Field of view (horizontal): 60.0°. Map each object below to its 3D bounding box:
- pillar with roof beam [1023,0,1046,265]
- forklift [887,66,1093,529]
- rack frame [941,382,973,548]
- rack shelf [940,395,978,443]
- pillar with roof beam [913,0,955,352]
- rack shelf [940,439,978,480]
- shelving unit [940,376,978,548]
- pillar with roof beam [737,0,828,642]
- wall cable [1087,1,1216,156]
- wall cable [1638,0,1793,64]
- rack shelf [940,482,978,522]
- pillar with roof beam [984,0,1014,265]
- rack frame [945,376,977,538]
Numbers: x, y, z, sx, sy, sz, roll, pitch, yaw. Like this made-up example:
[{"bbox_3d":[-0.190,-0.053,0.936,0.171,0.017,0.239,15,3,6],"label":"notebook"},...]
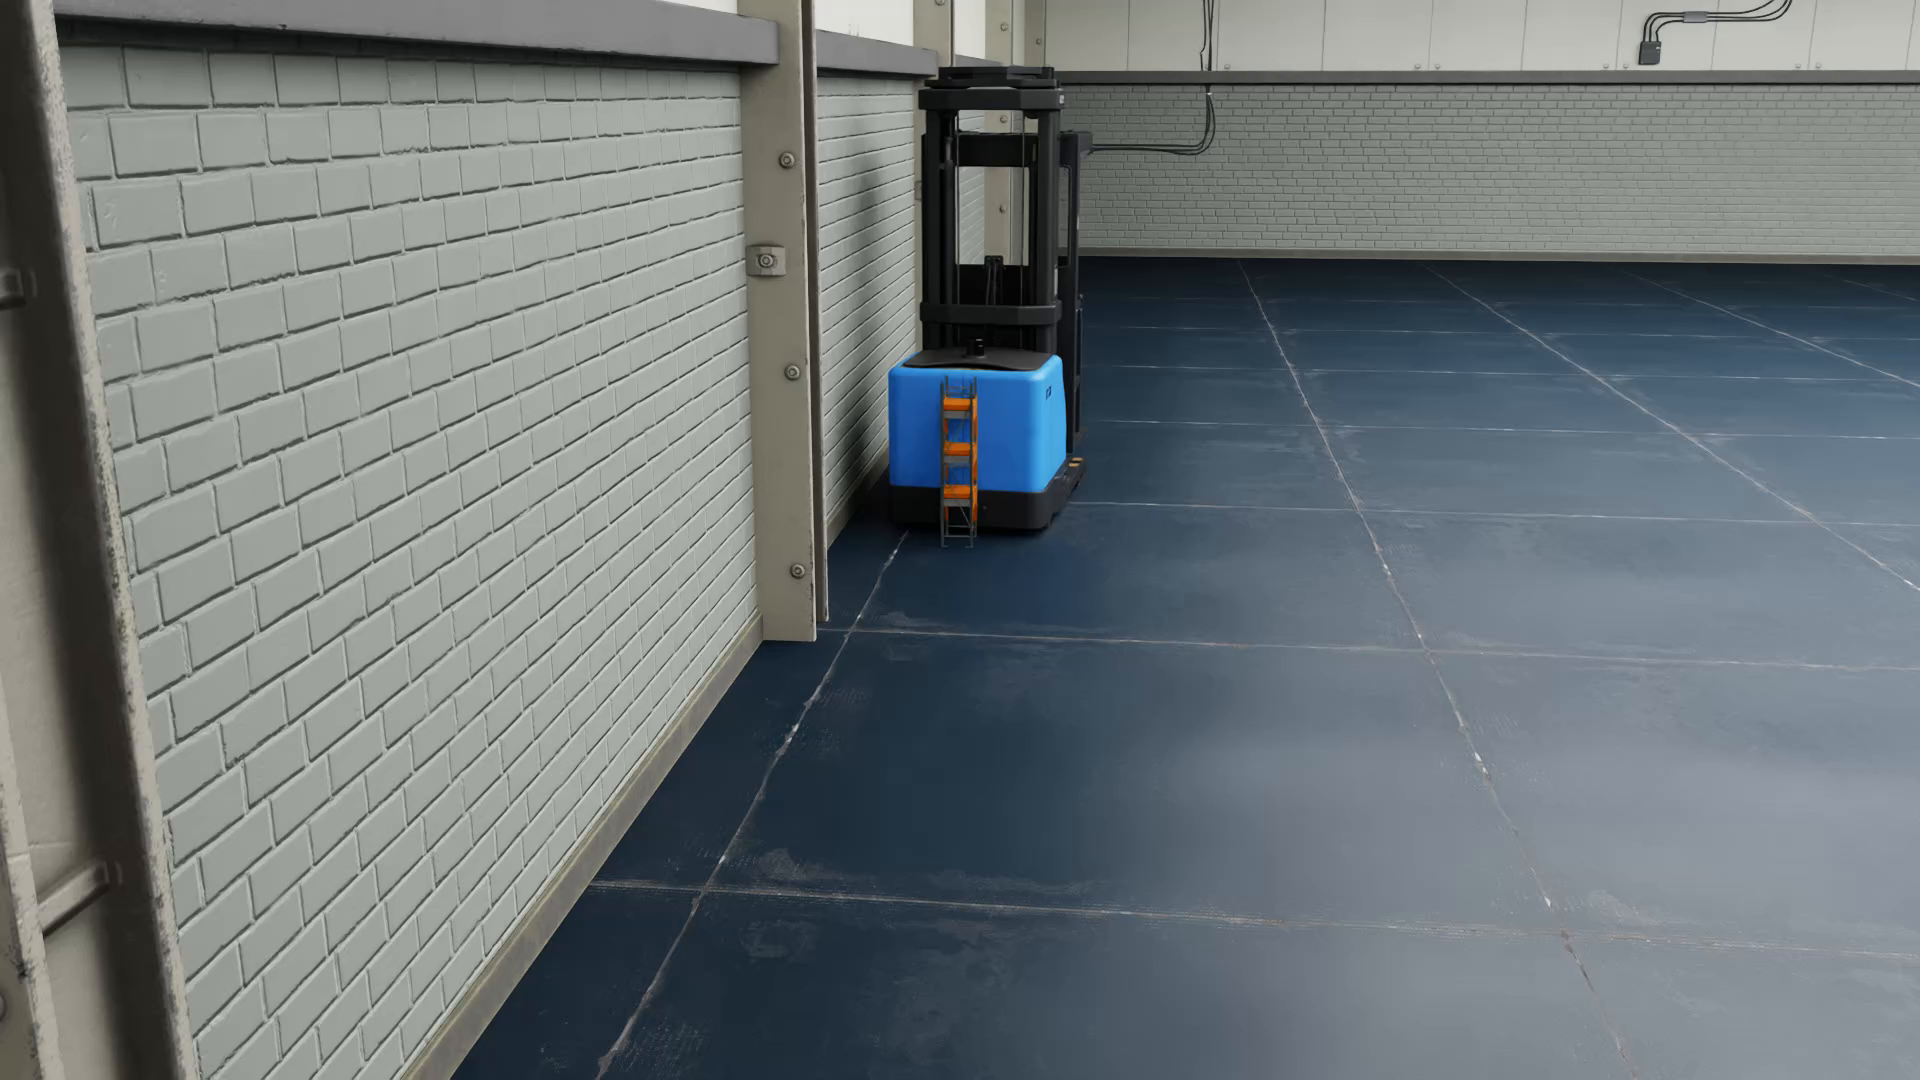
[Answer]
[{"bbox_3d":[5.416,-8.411,24.526,9.100,9.000,0.400,2,15,6],"label":"pillar with roof beam"},{"bbox_3d":[0.326,-1.825,11.795,1.130,2.935,3.031,3,15,11],"label":"forklift"},{"bbox_3d":[-0.020,-0.461,10.357,0.200,1.050,0.008,2,15,6],"label":"rack frame"},{"bbox_3d":[-0.006,-0.757,10.402,0.215,0.259,0.240,2,15,6],"label":"rack shelf"},{"bbox_3d":[4.061,-5.298,13.016,9.100,9.000,0.400,2,15,6],"label":"pillar with roof beam"},{"bbox_3d":[-0.006,-0.483,10.476,0.215,0.259,0.240,2,15,6],"label":"rack shelf"},{"bbox_3d":[-0.006,-0.493,10.474,0.215,1.050,0.252,2,15,6],"label":"shelving unit"},{"bbox_3d":[3.384,-3.742,7.261,9.100,9.000,0.400,2,15,6],"label":"pillar with roof beam"},{"bbox_3d":[2.784,-7.764,28.082,3.097,2.526,0.112,2,15,6],"label":"wall cable"},{"bbox_3d":[12.215,-10.620,26.184,2.305,6.003,0.169,2,15,6],"label":"wall cable"},{"bbox_3d":[-0.006,-0.214,10.549,0.215,0.259,0.240,2,15,6],"label":"rack shelf"},{"bbox_3d":[4.738,-6.854,18.771,9.100,9.000,0.400,2,15,6],"label":"pillar with roof beam"},{"bbox_3d":[0.008,-0.525,10.591,0.200,1.050,0.008,2,15,6],"label":"rack frame"}]
